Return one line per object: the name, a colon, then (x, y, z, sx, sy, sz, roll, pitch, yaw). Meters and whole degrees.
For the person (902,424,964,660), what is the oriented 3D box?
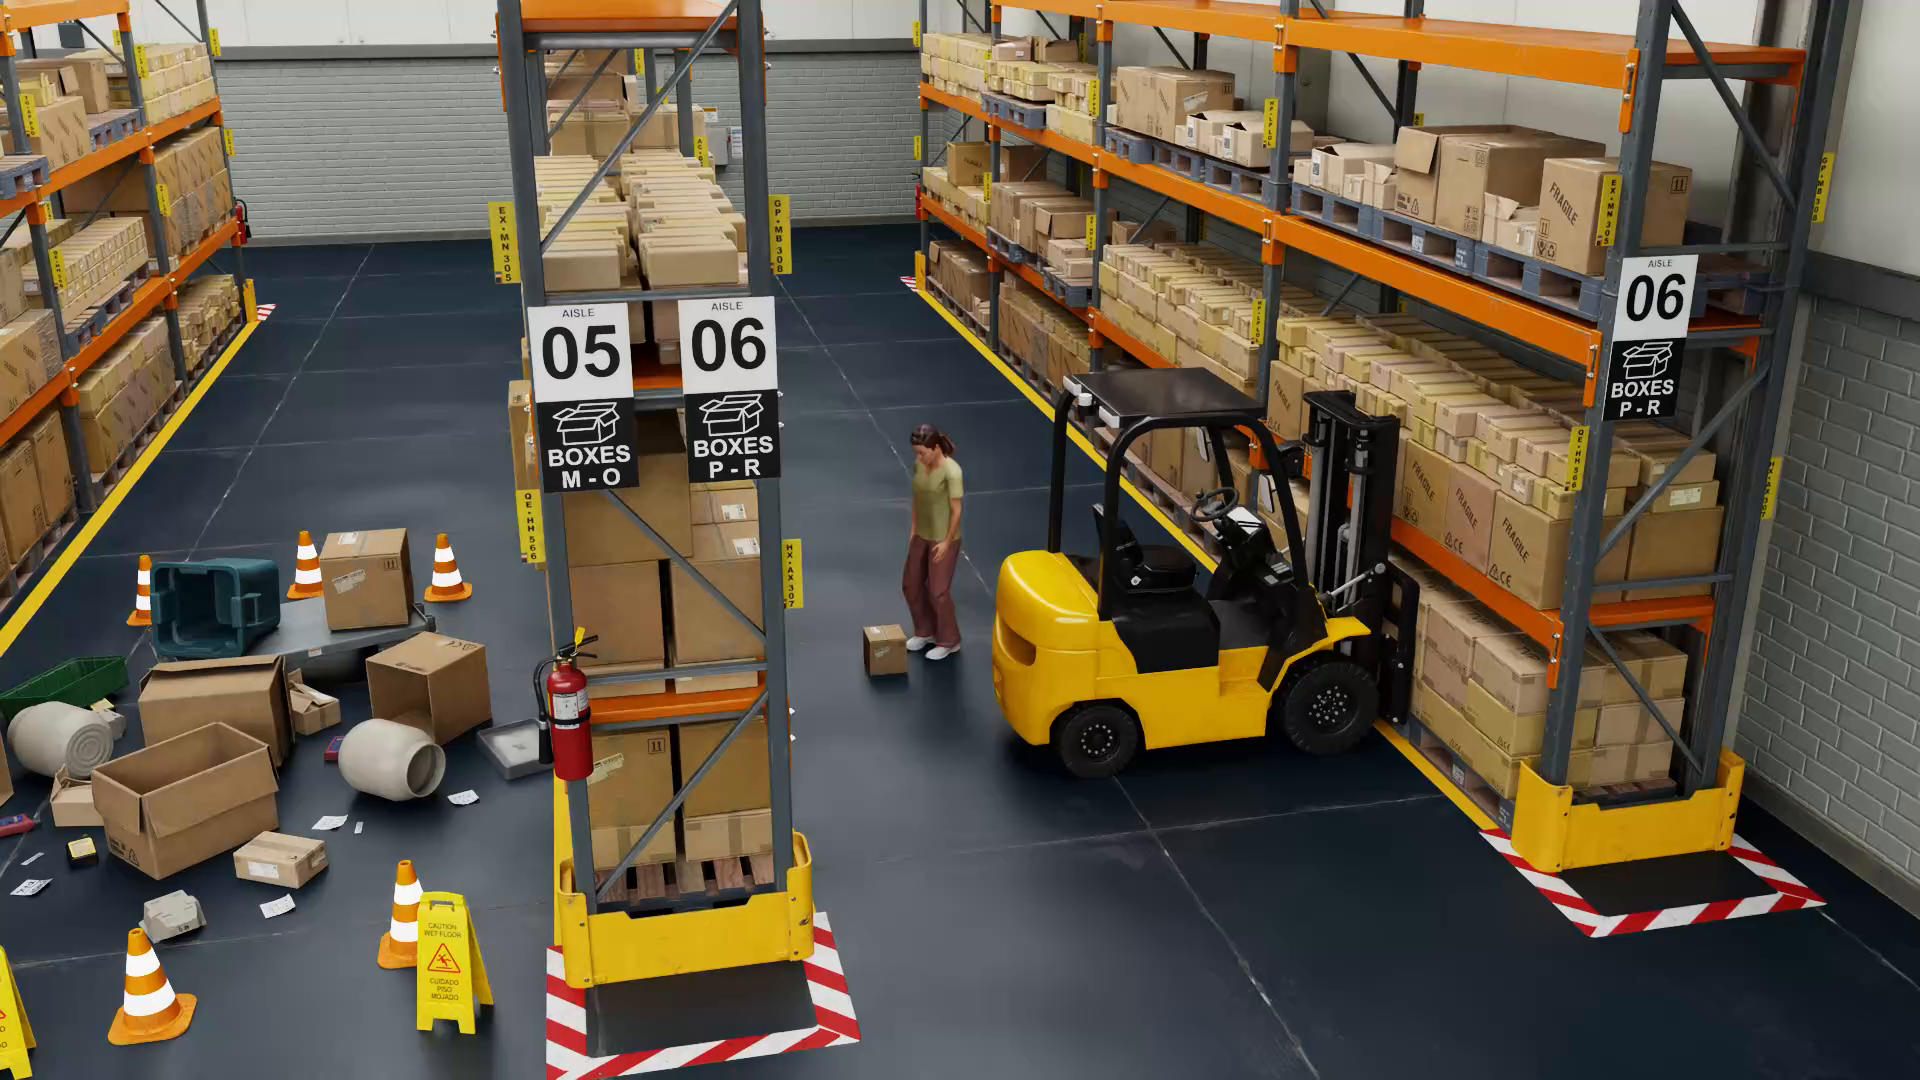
person: (-0.169, -0.002, 11.150, 0.370, 1.637, 0.467, -16, 25, -38)
